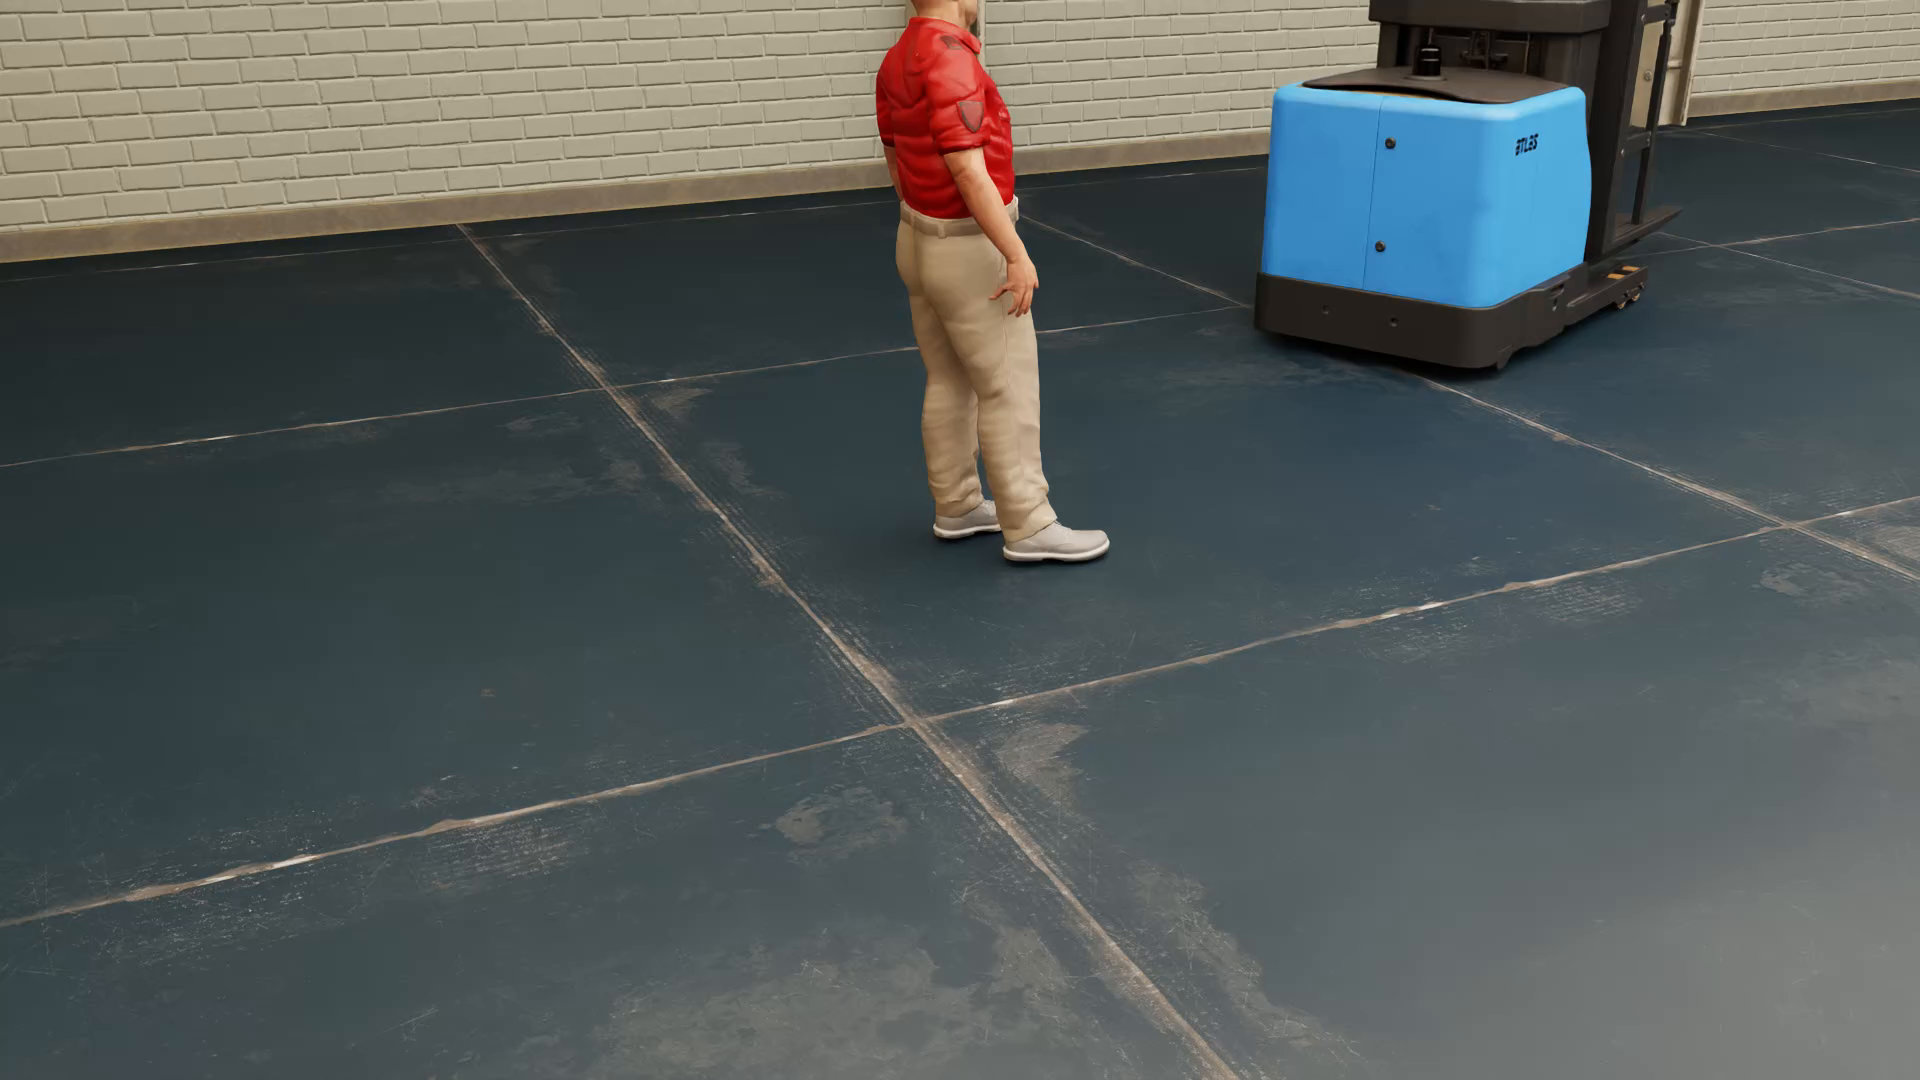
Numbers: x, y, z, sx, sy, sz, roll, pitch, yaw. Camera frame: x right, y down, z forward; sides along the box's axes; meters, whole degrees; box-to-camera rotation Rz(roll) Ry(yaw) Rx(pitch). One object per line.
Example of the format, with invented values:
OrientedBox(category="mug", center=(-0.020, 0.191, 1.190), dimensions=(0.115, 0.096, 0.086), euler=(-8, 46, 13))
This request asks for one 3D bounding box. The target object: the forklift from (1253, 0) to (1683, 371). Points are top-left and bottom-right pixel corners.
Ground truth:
OrientedBox(category="forklift", center=(2.577, -2.522, 7.357), dimensions=(1.130, 2.935, 3.031), euler=(17, 28, 36))

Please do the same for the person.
OrientedBox(category="person", center=(0.086, -0.816, 4.797), dimensions=(0.550, 1.727, 0.641), euler=(-10, 25, -23))
